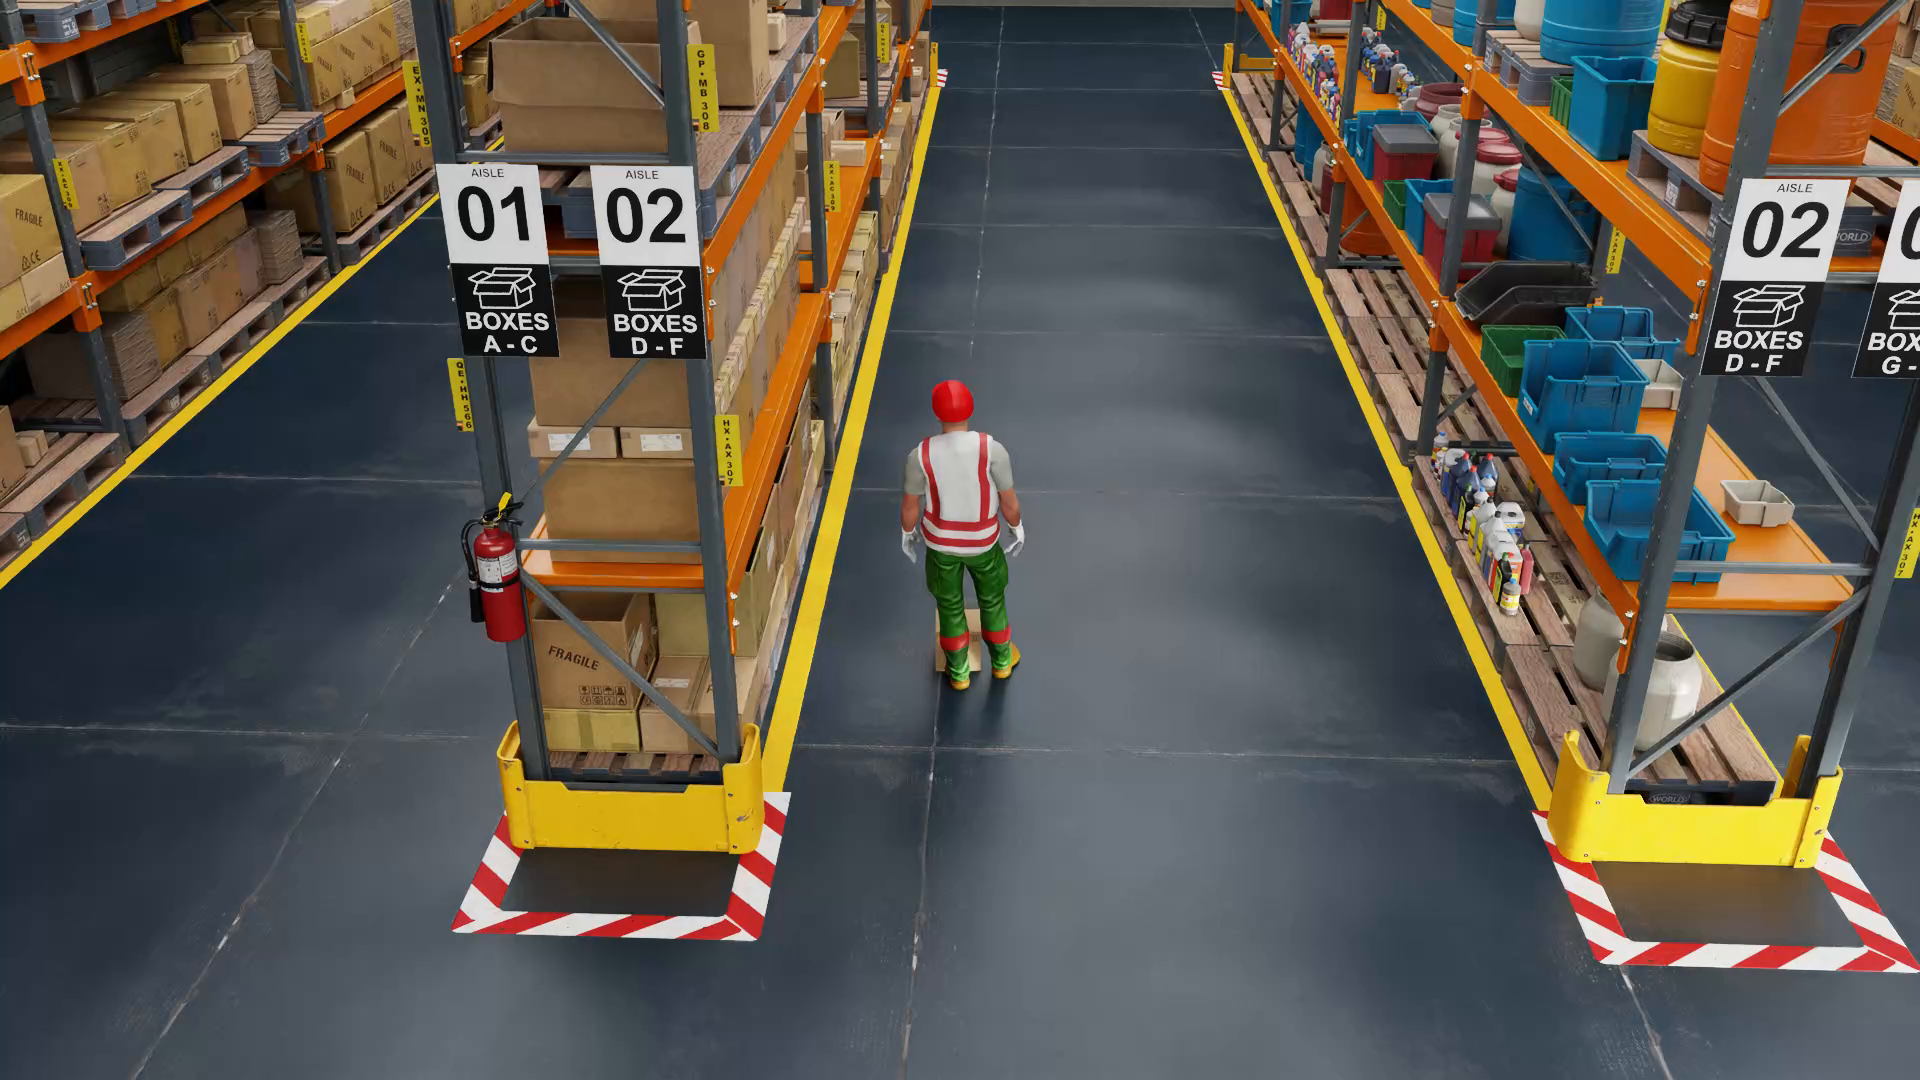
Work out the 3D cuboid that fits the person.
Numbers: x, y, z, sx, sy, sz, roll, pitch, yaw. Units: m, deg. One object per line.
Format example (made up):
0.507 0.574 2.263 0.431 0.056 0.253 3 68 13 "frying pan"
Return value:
0.018 -0.046 8.660 0.638 1.789 0.563 1 28 2 "person"
